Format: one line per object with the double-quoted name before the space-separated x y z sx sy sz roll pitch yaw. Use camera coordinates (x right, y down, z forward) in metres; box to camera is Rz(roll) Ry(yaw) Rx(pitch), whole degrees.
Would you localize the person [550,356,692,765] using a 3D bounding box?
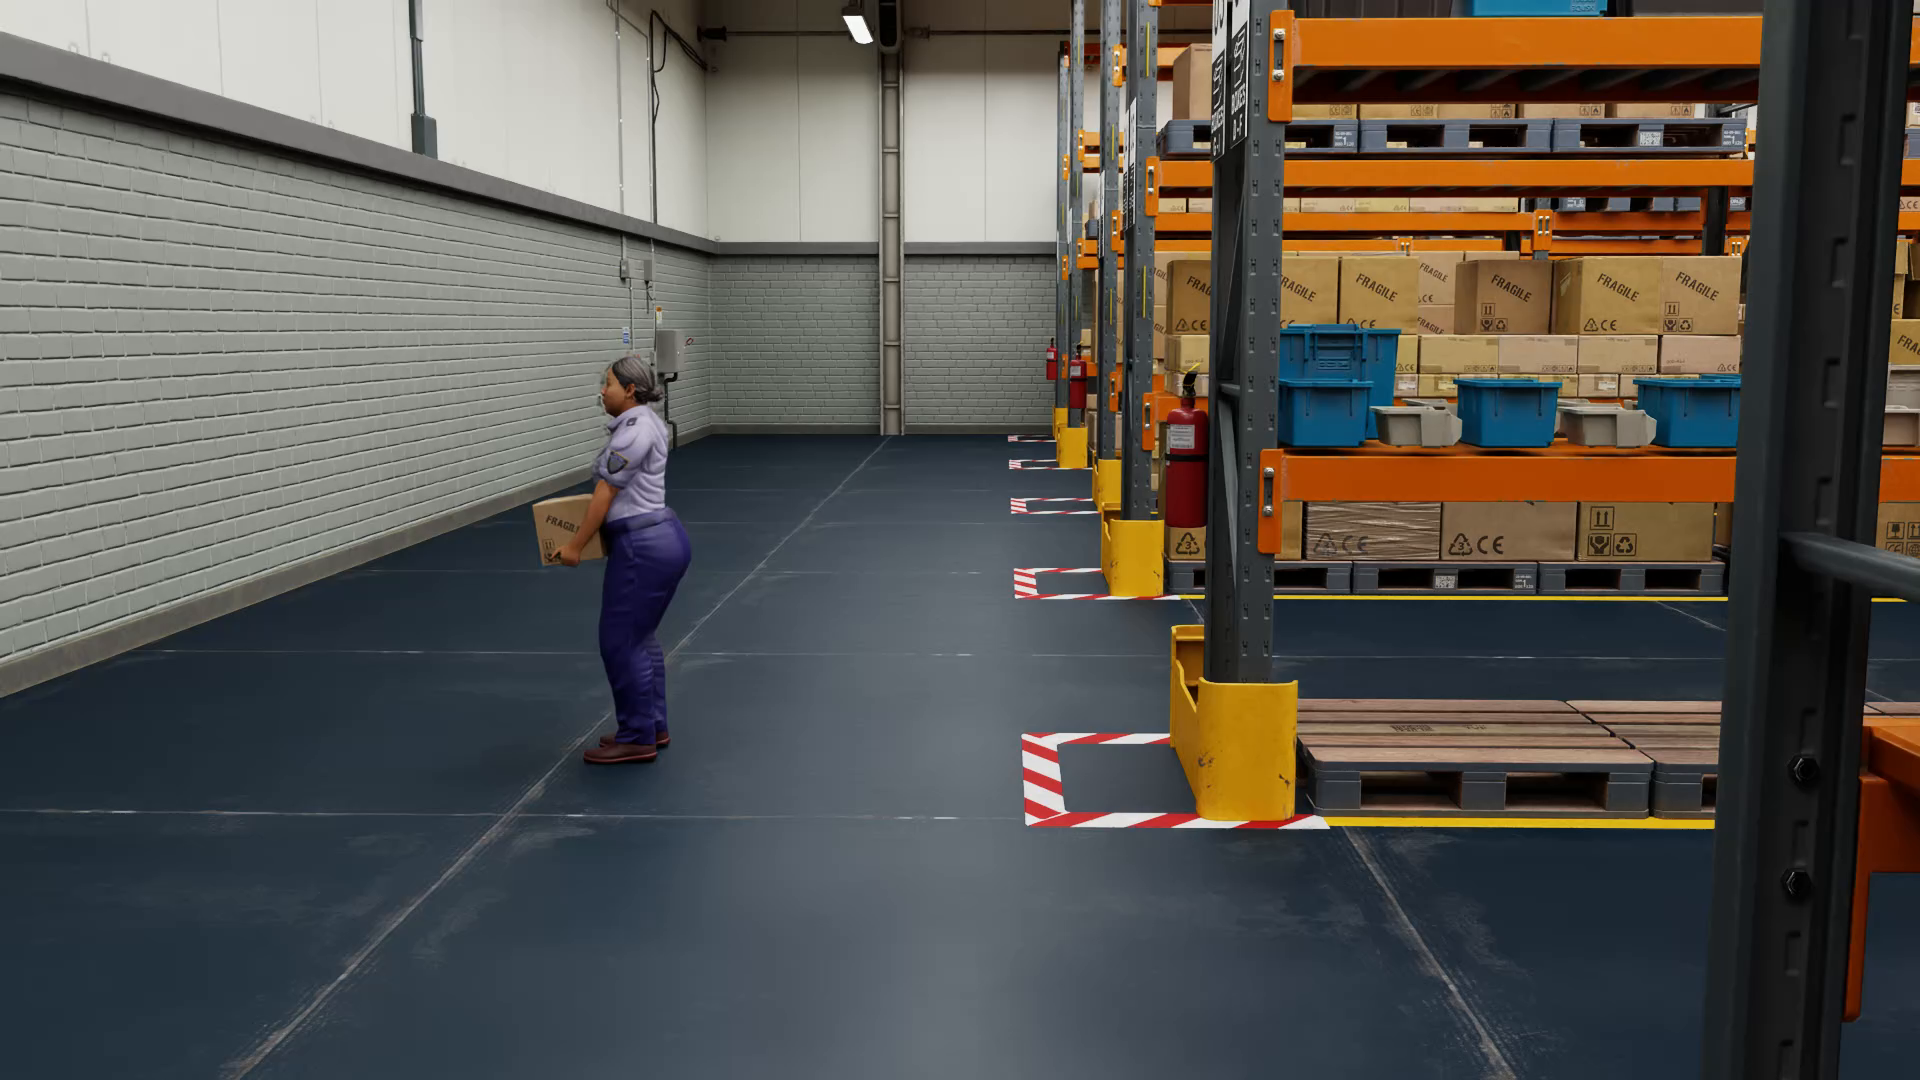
"person" -1.376 0.077 6.783 0.529 1.646 0.434 0 7 1
